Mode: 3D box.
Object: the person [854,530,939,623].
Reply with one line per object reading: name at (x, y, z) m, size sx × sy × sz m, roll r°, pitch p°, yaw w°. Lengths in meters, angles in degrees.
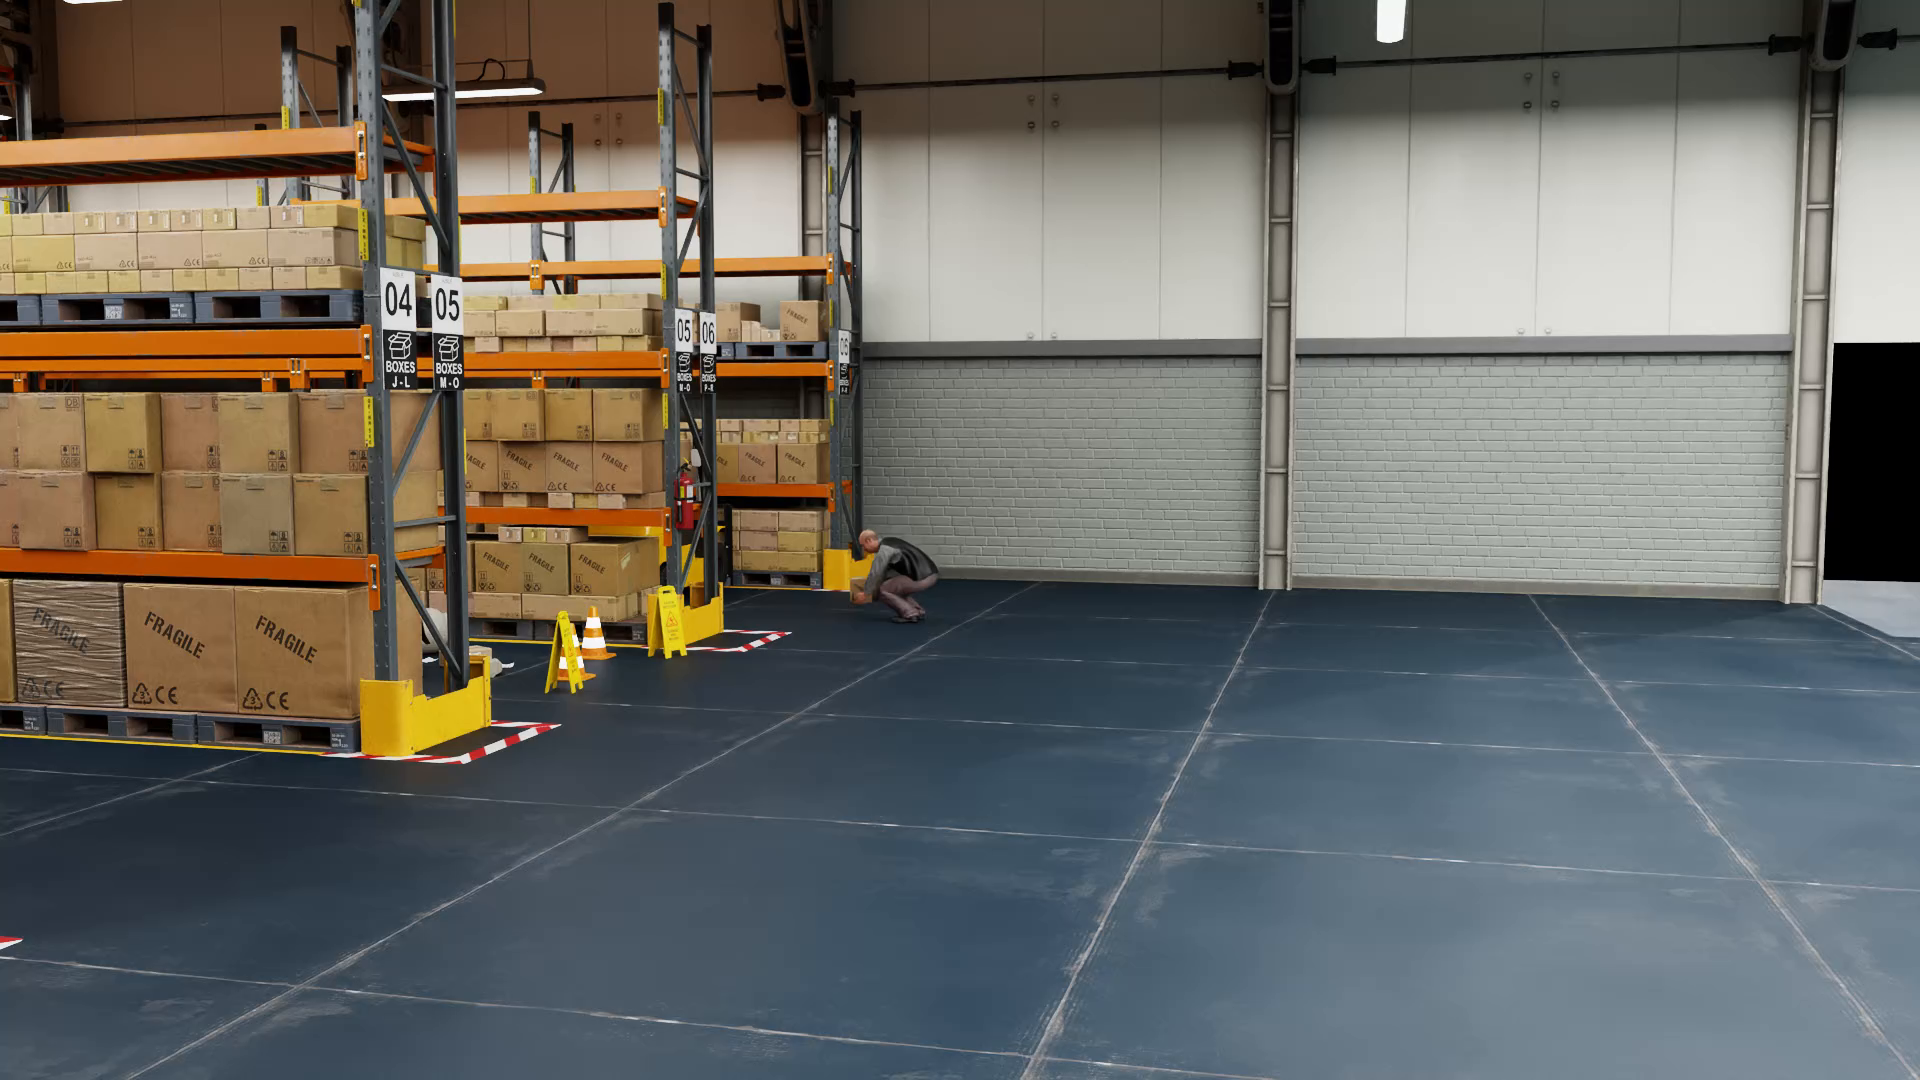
person at (-0.681, 0.379, 17.646) m, size 0.873 × 0.976 × 0.539 m, roll 1°, pitch 5°, yaw 14°
